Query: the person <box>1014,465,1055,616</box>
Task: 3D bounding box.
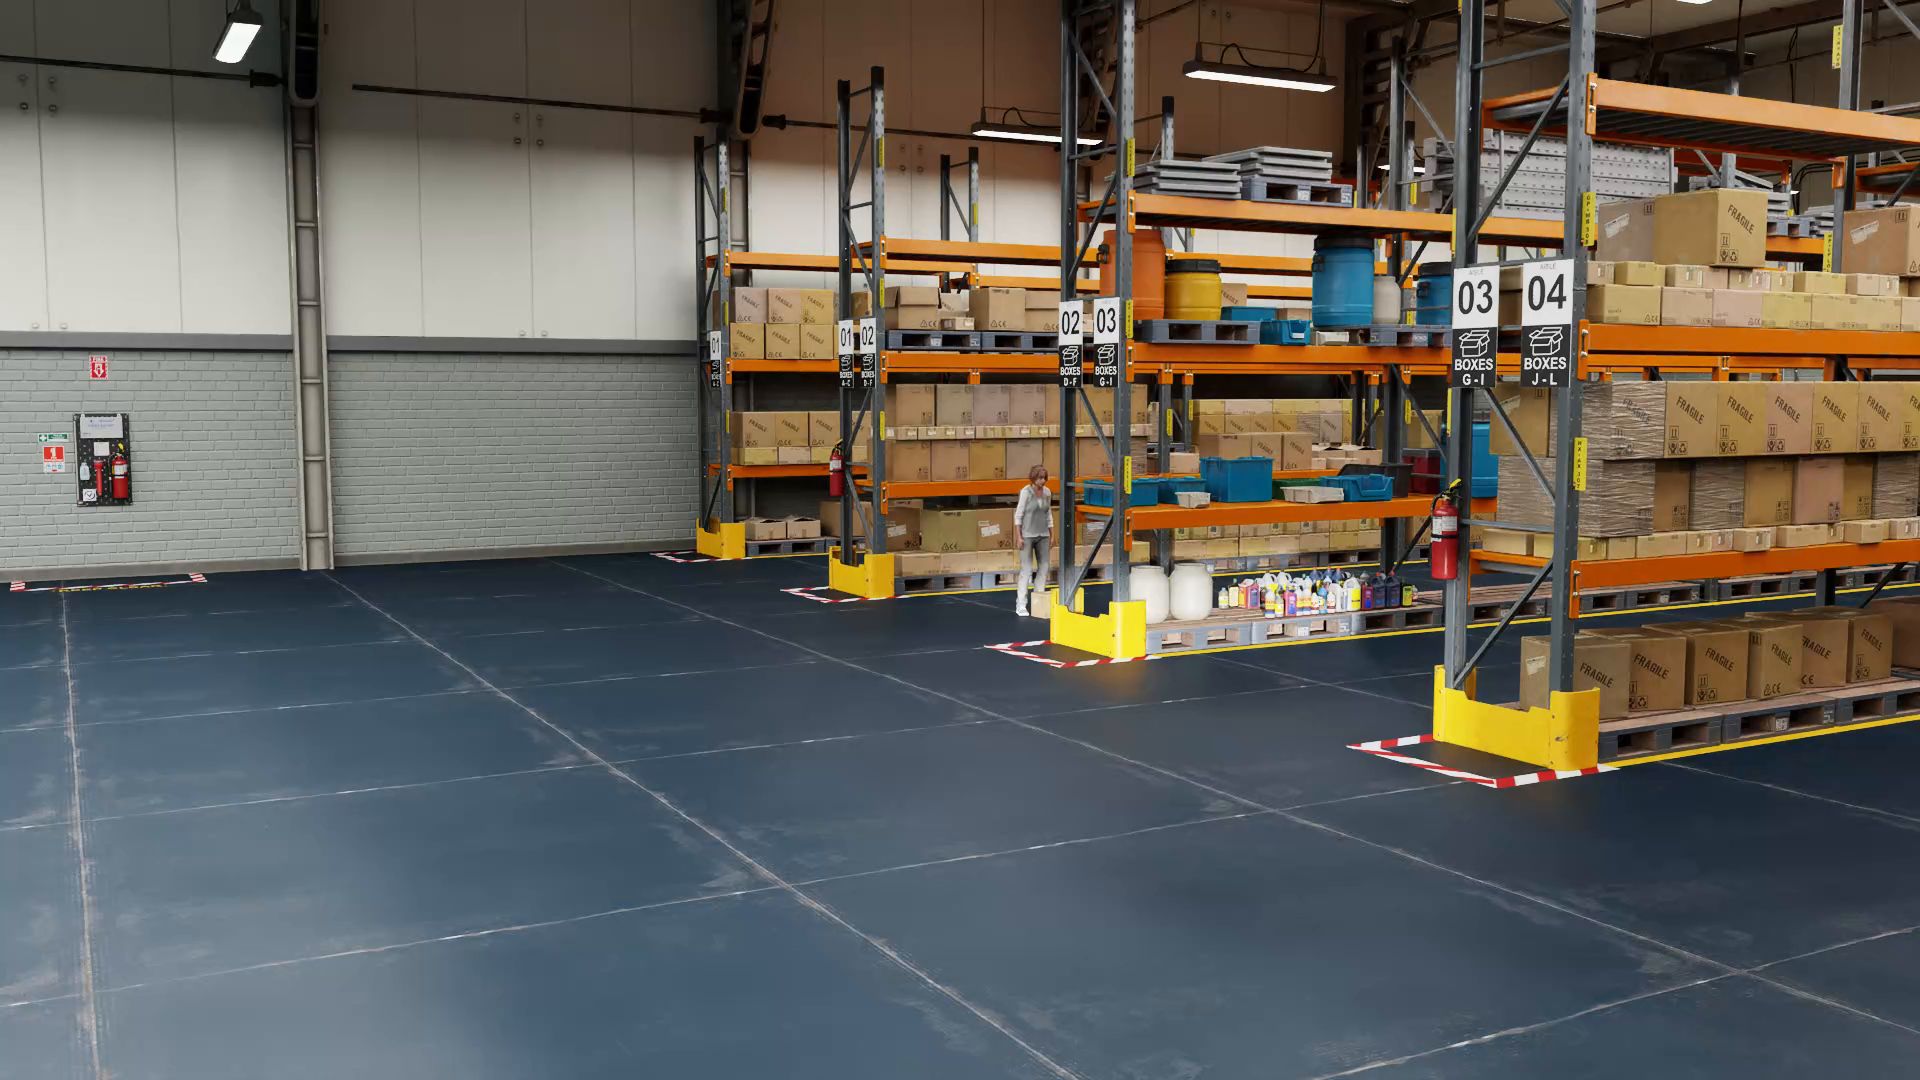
[{"bbox_3d":[0.795,-0.004,17.692,0.461,1.592,0.343,-3,6,-28],"label":"person"}]
